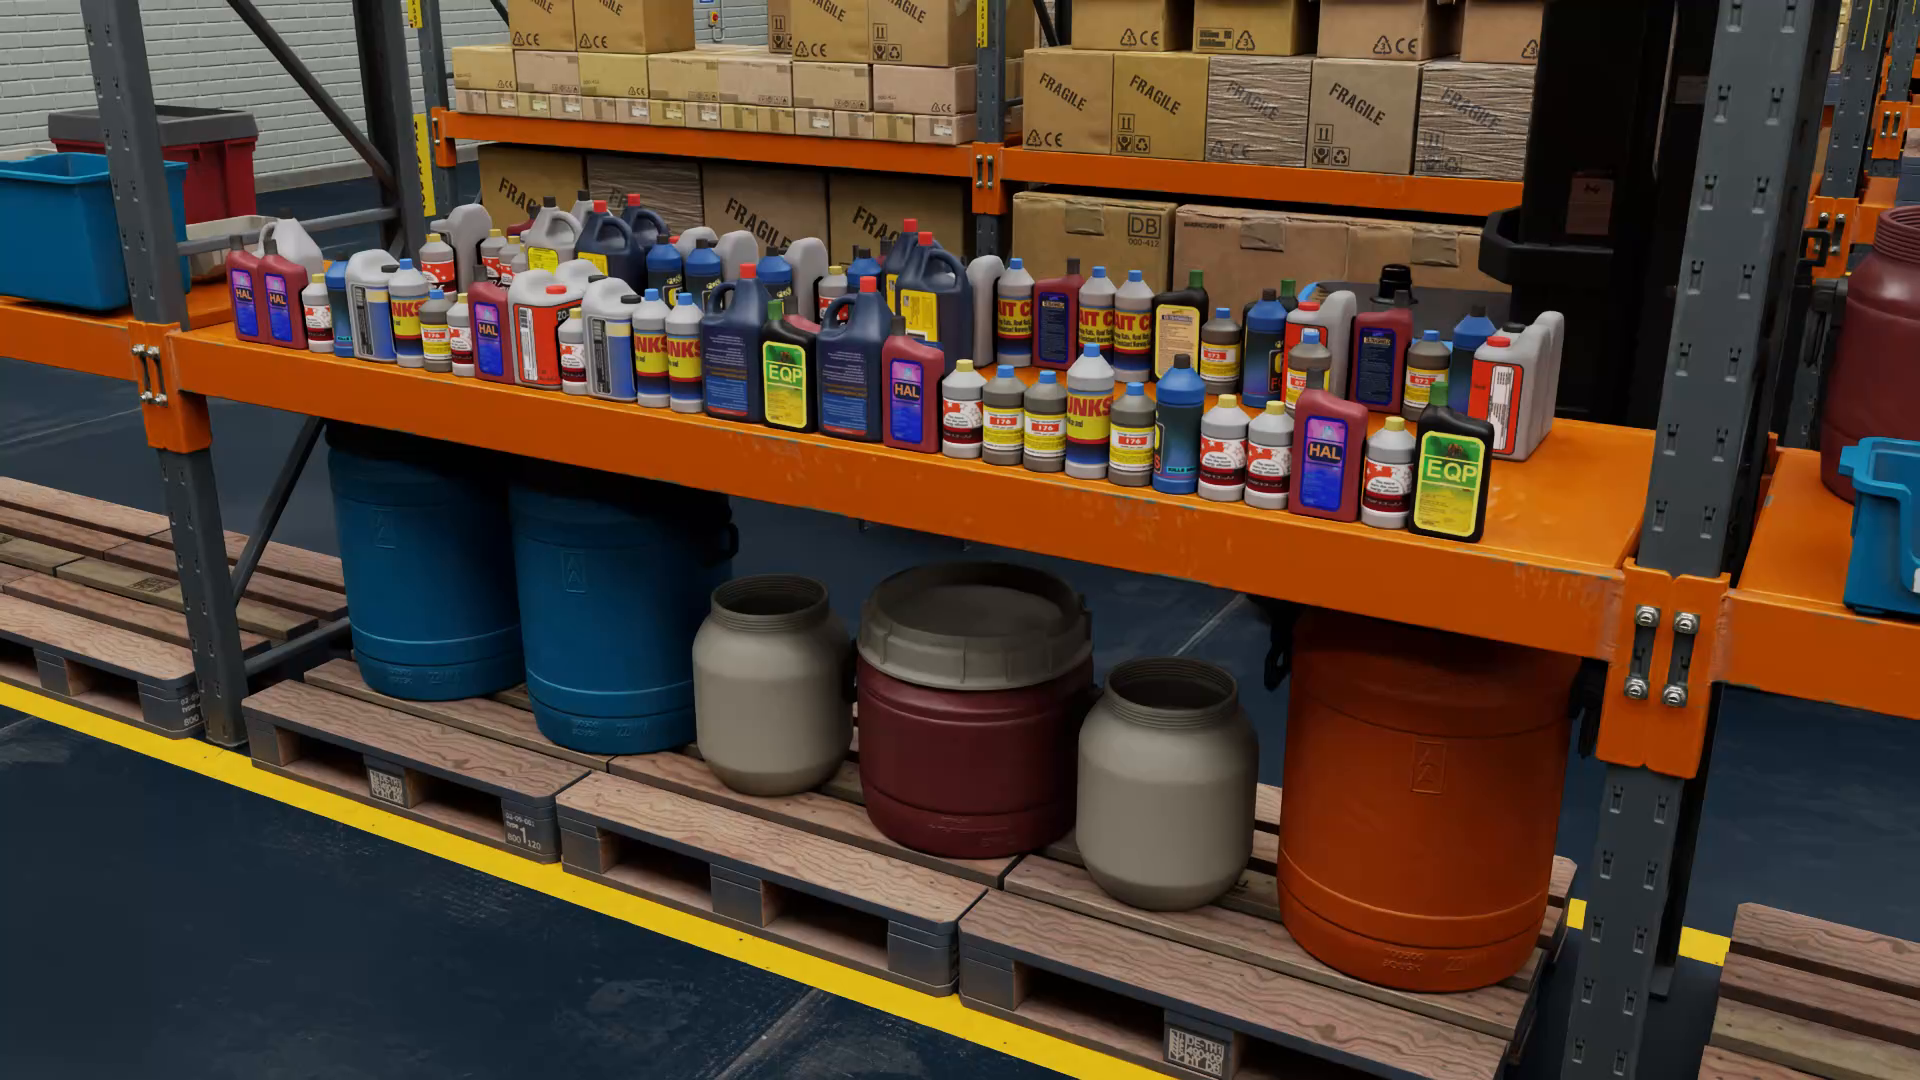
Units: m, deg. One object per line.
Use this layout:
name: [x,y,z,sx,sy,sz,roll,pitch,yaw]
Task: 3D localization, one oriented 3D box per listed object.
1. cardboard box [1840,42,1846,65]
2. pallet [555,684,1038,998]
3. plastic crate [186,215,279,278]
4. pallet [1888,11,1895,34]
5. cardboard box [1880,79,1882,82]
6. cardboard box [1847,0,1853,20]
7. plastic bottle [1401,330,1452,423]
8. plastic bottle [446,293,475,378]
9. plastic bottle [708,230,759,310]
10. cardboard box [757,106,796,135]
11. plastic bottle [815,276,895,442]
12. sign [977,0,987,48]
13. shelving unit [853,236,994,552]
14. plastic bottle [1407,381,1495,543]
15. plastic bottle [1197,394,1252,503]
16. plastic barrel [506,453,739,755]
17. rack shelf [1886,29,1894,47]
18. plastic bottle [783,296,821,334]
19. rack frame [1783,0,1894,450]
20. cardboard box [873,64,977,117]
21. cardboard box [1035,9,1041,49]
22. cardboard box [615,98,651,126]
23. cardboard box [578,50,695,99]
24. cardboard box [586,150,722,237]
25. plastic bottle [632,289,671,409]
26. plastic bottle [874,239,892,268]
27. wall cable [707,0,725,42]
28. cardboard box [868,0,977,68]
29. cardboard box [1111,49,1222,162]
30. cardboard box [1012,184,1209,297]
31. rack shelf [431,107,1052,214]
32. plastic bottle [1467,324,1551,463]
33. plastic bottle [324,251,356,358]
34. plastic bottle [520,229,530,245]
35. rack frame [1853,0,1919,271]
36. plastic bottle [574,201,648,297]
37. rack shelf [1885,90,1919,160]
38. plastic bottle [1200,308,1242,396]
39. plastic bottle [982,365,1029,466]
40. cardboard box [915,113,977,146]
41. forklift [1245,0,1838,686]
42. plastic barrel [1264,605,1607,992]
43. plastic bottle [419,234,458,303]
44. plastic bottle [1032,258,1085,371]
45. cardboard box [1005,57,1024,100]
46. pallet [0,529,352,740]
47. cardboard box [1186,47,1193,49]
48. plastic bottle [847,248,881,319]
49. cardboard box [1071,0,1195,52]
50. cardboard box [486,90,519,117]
cardboard box: [6.090,-3.406,11.609,0.250,0.149,0.380,10,22,27]
pallet: [-0.310,0.731,4.540,1.213,0.211,1.003,11,23,27]
plastic crate: [-2.369,-0.947,5.377,0.243,0.136,0.396,11,23,27]
pallet: [10.499,-6.163,19.737,1.003,0.211,1.213,11,23,27]
cardboard box: [10.894,-5.337,20.229,0.500,0.500,0.500,12,23,29]
cardboard box: [6.069,-3.686,11.509,0.250,0.149,0.380,11,23,27]
plastic bottle: [1.066,-0.376,3.795,0.097,0.201,0.097,0,20,0]
plastic bottle: [-1.237,-0.519,4.188,0.097,0.201,0.097,0,20,0]
plastic bottle: [-0.654,-0.729,4.657,0.135,0.276,0.152,11,23,27]
cardboard box: [-0.942,-2.404,9.461,0.250,0.149,0.380,11,23,28]
plastic bottle: [-0.218,-0.404,3.652,0.185,0.351,0.144,11,23,27]
sign: [0.113,-2.676,8.459,0.005,0.325,0.100,11,23,27]
shelving unit: [-0.145,-0.592,6.736,0.503,1.200,0.258,11,23,27]
plastic bottle: [0.898,-0.143,3.033,0.133,0.283,0.061,11,23,27]
plastic bottle: [0.520,-0.184,3.265,0.097,0.201,0.097,0,20,0]
plastic barrel: [-0.948,0.079,4.709,0.708,0.901,0.600,11,23,27]
rack shelf: [9.379,-6.155,20.490,4.000,0.370,1.077,11,23,27]
plastic bottle: [-0.348,-0.405,3.752,0.133,0.283,0.061,11,23,27]
rack frame: [3.875,-1.732,7.242,0.127,3.000,1.000,11,23,27]
cardboard box: [-0.131,-2.462,9.038,0.500,0.250,0.500,10,22,26]
cardboard box: [0.556,-4.386,13.974,0.500,0.500,0.500,11,23,28]
cardboard box: [-1.837,-2.574,9.932,0.250,0.149,0.380,11,22,27]
cardboard box: [-1.928,-2.803,9.977,0.500,0.250,0.500,10,22,26]
cardboard box: [-1.717,-2.028,10.556,0.875,0.875,0.875,11,23,27]
plastic bottle: [-0.716,-0.452,3.902,0.097,0.271,0.097,0,20,0]
plastic bottle: [-0.228,-0.669,4.480,0.133,0.283,0.061,11,23,27]
wall cable: [-3.210,-7.436,21.430,0.123,1.953,0.585,11,23,27]
cardboard box: [-0.149,-2.816,8.914,0.500,0.500,0.500,12,23,29]
cardboard box: [1.102,-2.210,8.413,0.500,0.500,0.500,11,23,27]
cardboard box: [0.951,-1.496,9.090,0.875,0.875,1.225,11,23,27]
rack shelf: [-1.363,-2.392,10.116,4.000,0.370,1.077,11,23,27]
plastic bottle: [1.165,-0.323,3.537,0.135,0.276,0.152,11,23,27]
plastic bottle: [-1.610,-0.623,4.371,0.097,0.271,0.097,0,20,0]
plastic bottle: [-1.212,-0.835,4.950,0.135,0.276,0.152,11,23,27]
rack frame: [6.382,-3.192,11.267,0.127,3.000,1.000,11,23,27]
plastic bottle: [-0.980,-0.771,4.664,0.185,0.351,0.144,11,23,27]
rack shelf: [8.128,-2.521,10.472,4.000,0.370,1.077,11,23,27]
plastic bottle: [0.631,-0.459,4.024,0.097,0.201,0.097,0,20,0]
plastic bottle: [0.095,-0.265,3.488,0.097,0.201,0.097,0,20,0]
cardboard box: [-0.043,-2.233,8.990,0.250,0.149,0.380,11,23,28]
forklift: [2.618,-1.075,5.531,3.031,2.935,1.130,7,21,18]
plastic barrel: [1.024,0.489,3.686,0.708,0.830,0.600,11,23,27]
plastic bottle: [-1.576,-0.820,5.019,0.097,0.201,0.097,0,20,0]
plastic bottle: [0.253,-0.577,4.228,0.133,0.283,0.061,11,23,27]
cardboard box: [0.100,-2.623,9.481,0.500,0.250,0.500,10,22,26]
pallet: [-2.694,0.277,5.792,1.213,0.211,1.003,11,23,27]
cardboard box: [1.353,-2.364,8.836,0.500,0.500,0.500,12,23,29]
plastic bottle: [-0.250,-0.636,4.409,0.097,0.271,0.097,0,20,0]
cardboard box: [0.944,-2.812,8.602,0.637,0.503,0.797,10,22,26]
cardboard box: [-2.736,-2.745,10.403,0.250,0.149,0.380,10,22,27]
